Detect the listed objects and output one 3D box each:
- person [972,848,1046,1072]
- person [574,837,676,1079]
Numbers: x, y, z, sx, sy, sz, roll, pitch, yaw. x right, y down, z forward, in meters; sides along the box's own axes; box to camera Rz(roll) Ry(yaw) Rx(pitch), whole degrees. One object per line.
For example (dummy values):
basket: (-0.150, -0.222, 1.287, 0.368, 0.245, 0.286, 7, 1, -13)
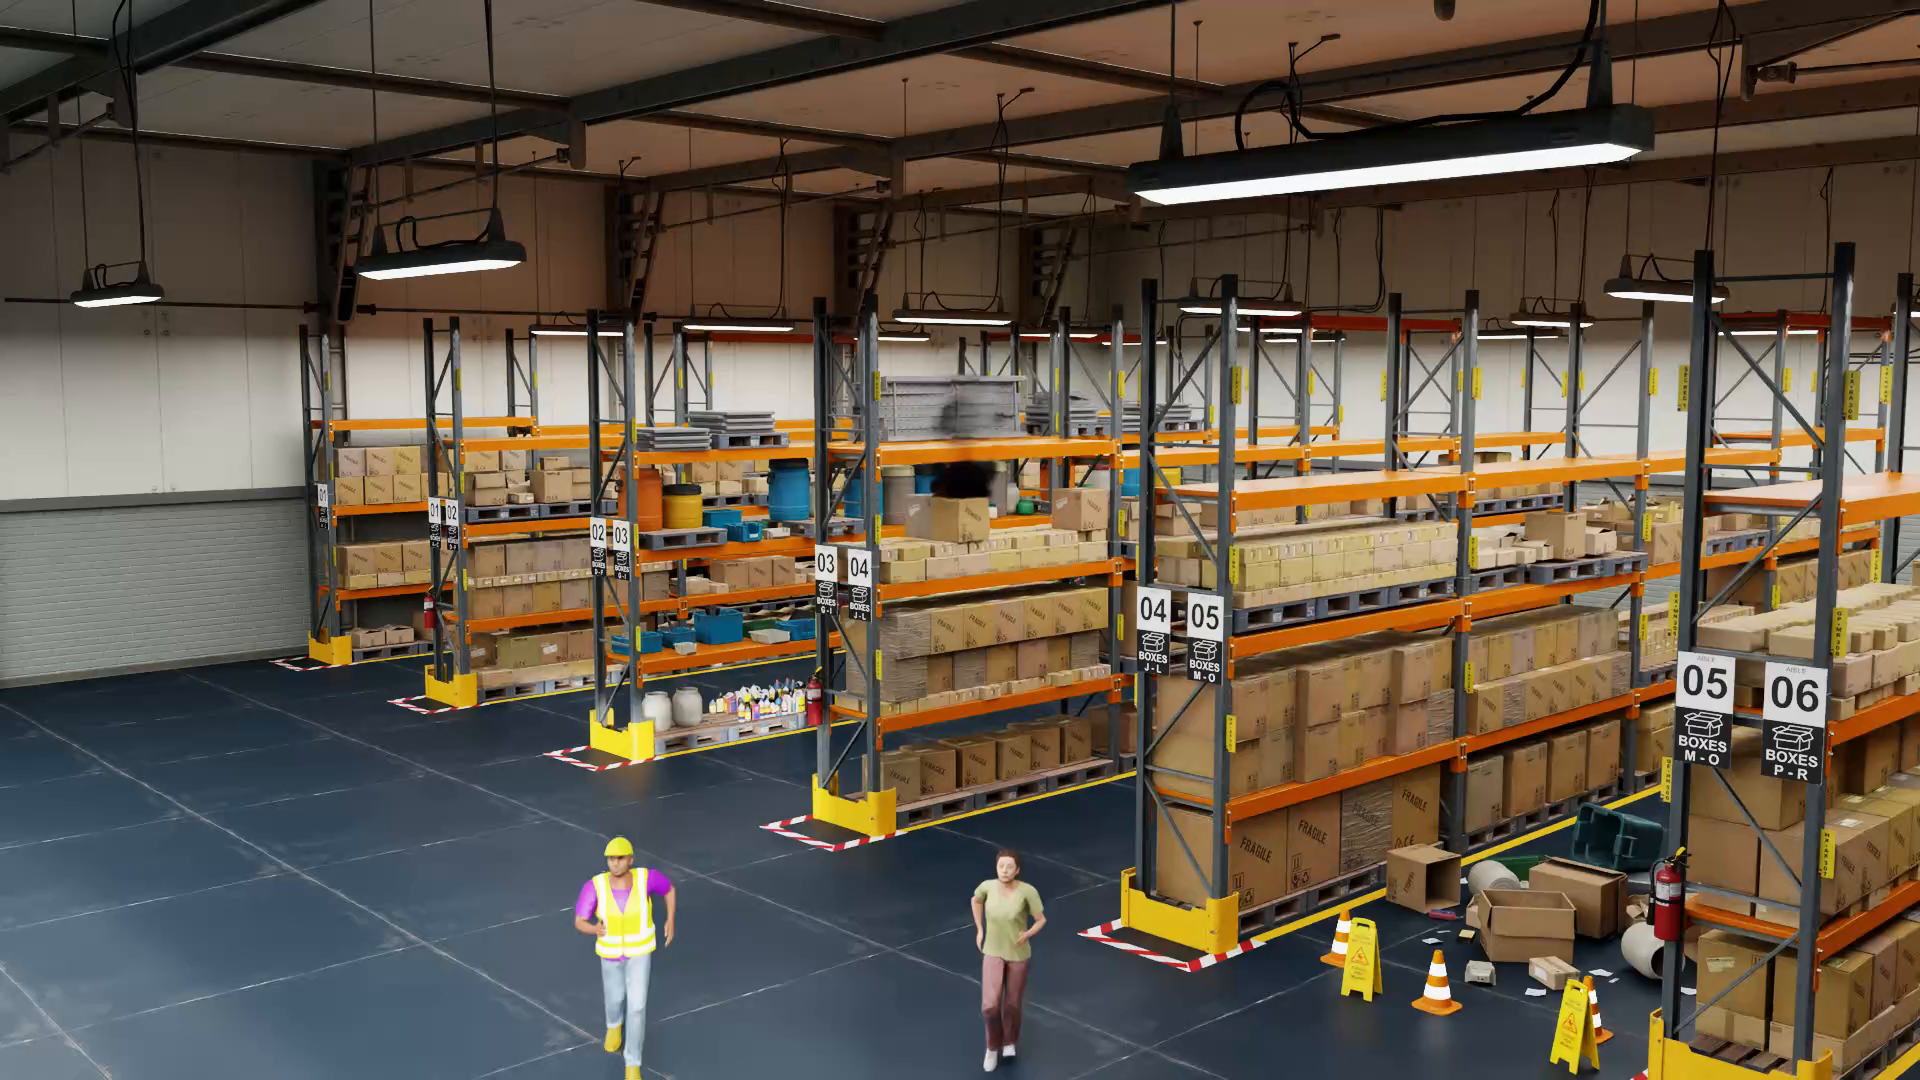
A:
person: (0.353, 3.104, 12.325, 0.573, 1.678, 0.665, 1, 6, 5)
person: (-2.460, 3.052, 12.271, 0.710, 1.811, 0.913, -1, 6, -5)
